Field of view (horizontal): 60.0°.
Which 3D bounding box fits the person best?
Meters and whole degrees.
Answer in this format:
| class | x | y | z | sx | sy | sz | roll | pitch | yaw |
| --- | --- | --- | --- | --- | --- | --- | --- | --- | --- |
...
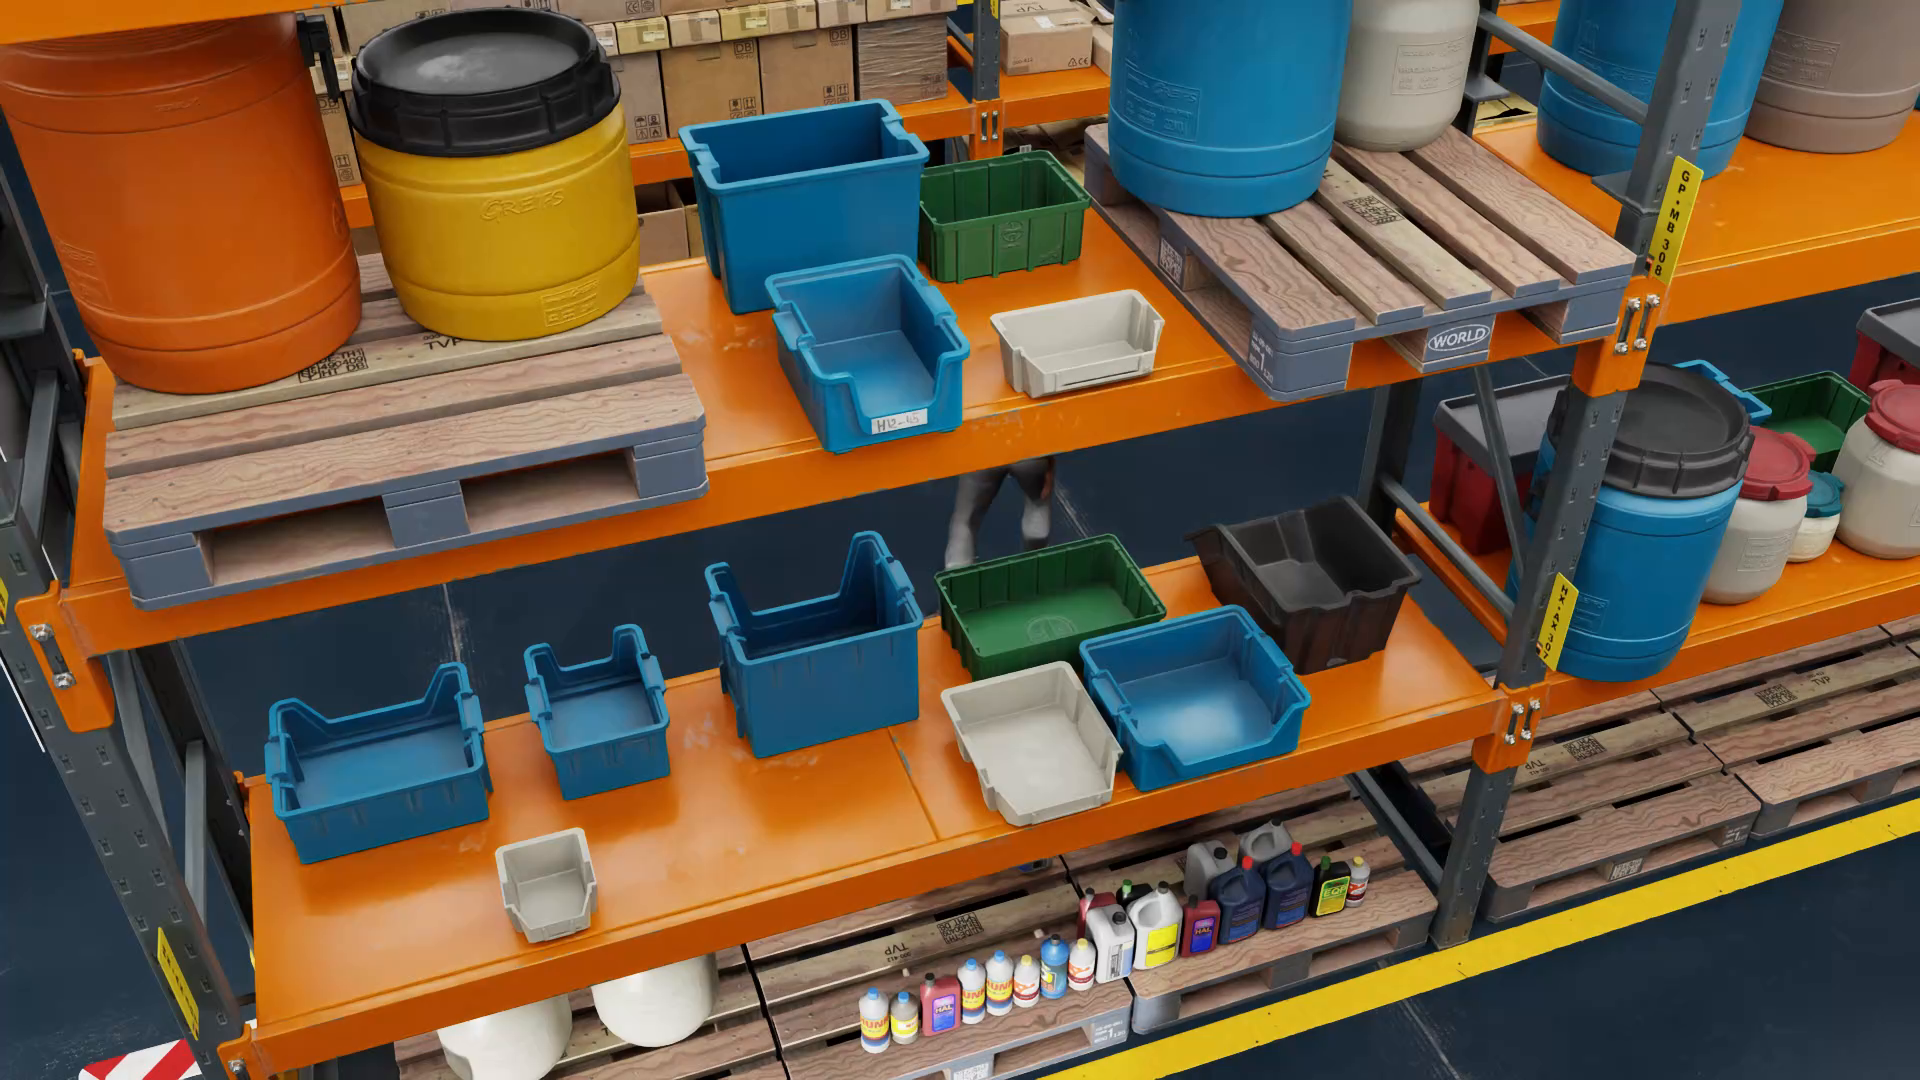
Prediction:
| class | x | y | z | sx | sy | sz | roll | pitch | yaw |
| --- | --- | --- | --- | --- | --- | --- | --- | --- | --- |
| person | 0.140 | -0.355 | 7.241 | 0.590 | 1.619 | 0.868 | 5 | 38 | 6 |
